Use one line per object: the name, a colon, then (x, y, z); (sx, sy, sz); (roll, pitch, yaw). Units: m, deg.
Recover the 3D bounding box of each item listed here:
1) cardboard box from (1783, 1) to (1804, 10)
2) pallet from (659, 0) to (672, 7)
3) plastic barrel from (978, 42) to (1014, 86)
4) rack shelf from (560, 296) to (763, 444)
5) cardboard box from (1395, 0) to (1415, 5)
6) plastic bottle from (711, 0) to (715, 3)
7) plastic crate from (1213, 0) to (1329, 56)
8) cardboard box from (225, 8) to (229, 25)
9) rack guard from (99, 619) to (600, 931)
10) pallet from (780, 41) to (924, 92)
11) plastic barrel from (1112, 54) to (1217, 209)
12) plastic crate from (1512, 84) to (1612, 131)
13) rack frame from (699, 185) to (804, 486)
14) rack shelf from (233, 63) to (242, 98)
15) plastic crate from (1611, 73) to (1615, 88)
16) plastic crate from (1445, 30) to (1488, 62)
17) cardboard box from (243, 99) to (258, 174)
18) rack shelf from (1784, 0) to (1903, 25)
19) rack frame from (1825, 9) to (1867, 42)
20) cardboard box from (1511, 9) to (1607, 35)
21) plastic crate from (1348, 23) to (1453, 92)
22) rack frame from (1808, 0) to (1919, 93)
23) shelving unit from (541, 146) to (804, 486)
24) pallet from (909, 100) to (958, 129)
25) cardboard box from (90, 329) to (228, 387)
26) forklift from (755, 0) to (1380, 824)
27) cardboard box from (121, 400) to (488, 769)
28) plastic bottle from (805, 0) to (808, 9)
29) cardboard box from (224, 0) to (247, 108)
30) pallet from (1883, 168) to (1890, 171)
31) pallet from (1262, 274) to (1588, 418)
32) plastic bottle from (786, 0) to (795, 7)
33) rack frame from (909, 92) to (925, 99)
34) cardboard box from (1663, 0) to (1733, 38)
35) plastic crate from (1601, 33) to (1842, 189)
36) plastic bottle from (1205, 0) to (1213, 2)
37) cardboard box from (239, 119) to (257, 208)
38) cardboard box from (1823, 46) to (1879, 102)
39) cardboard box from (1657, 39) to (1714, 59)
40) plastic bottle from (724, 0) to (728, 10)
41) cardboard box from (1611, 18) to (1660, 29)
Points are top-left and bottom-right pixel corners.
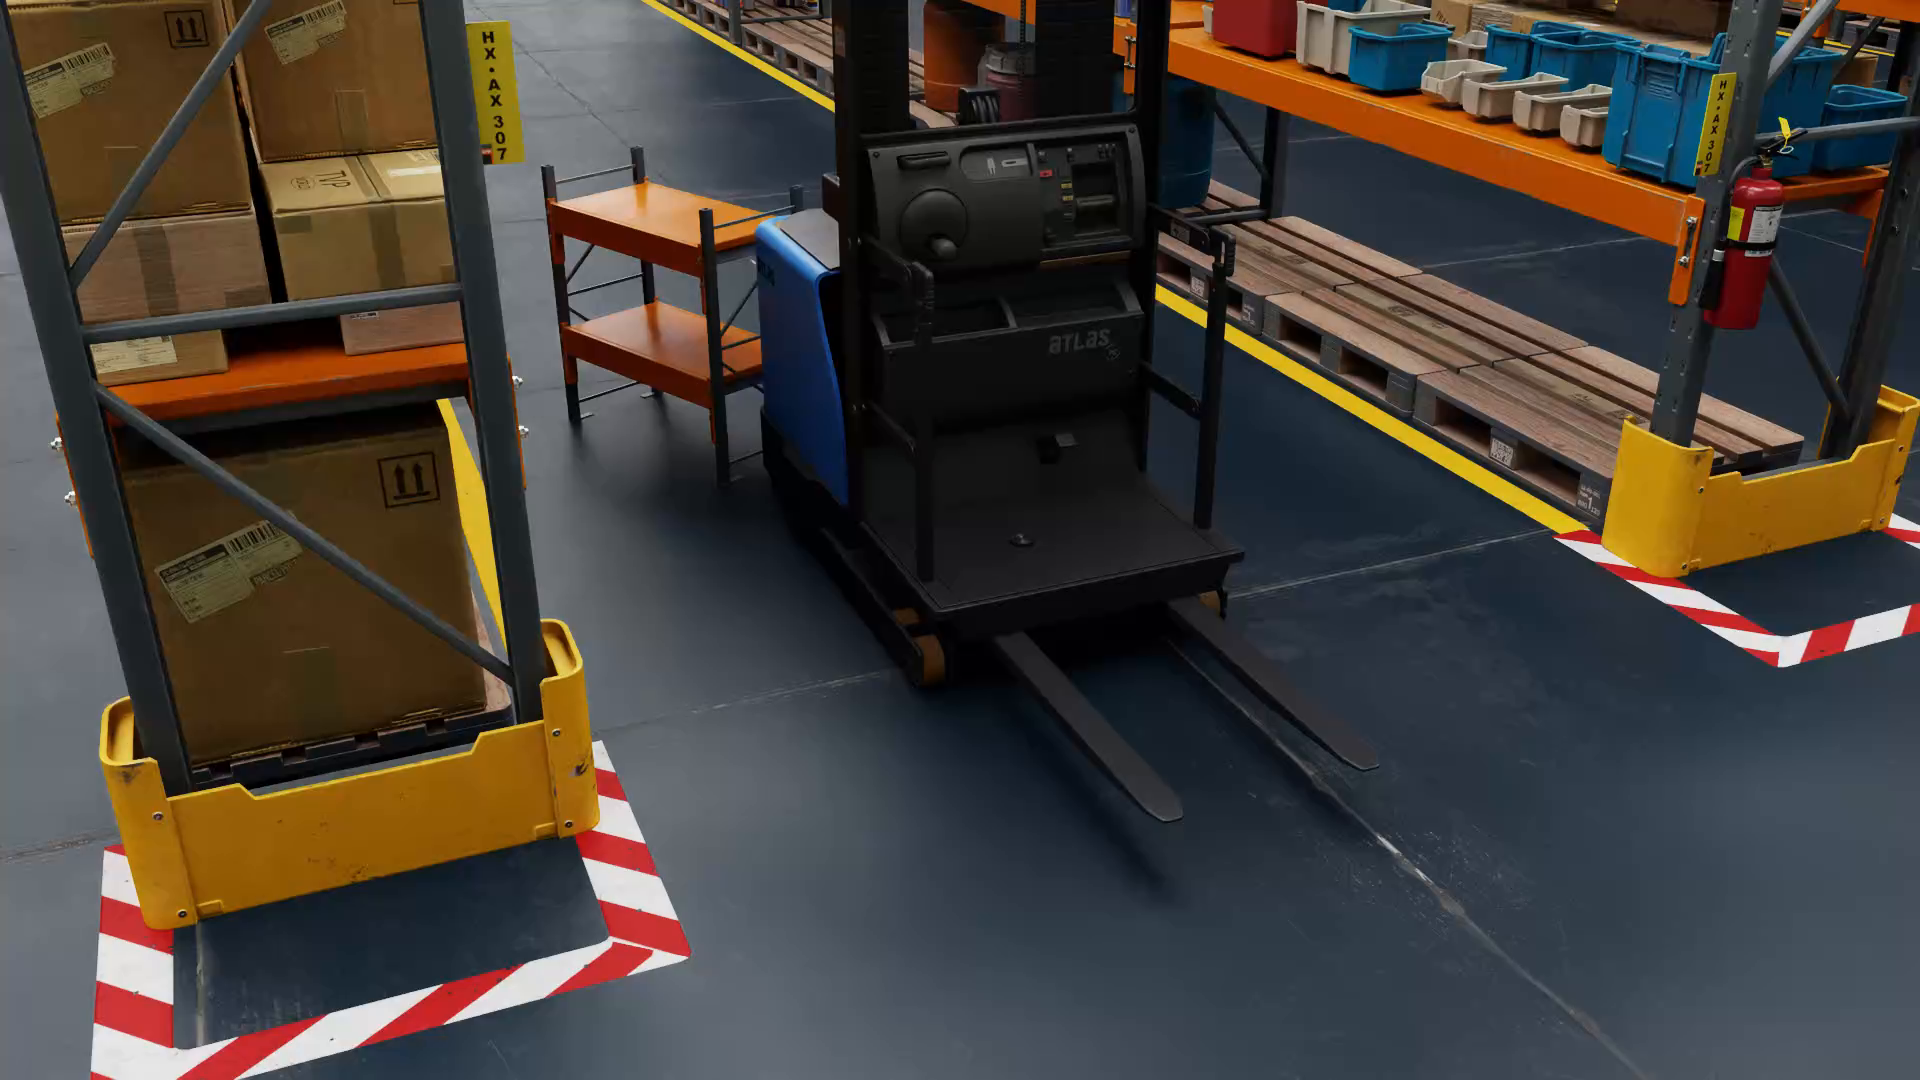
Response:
cardboard box: (8.610, -5.666, 16.784); (0.700, 0.500, 0.500); (-10, 28, -20)
pallet: (-2.922, -6.233, 18.775); (1.003, 0.211, 1.213); (-11, 28, -21)
plastic barrel: (0.335, -3.271, 11.888); (0.421, 0.512, 0.421); (0, 26, 0)
rack shelf: (-1.171, -0.739, 7.038); (1.000, 0.278, 0.538); (22, 34, 38)
cardboard box: (3.952, -4.832, 14.743); (0.500, 0.311, 0.500); (-10, 28, -19)
plastic bottle: (-2.461, -5.648, 16.918); (0.144, 0.351, 0.185); (-11, 28, -21)
plastic crate: (1.510, -2.645, 8.108); (0.402, 0.464, 0.583); (-11, 28, -21)
cardboard box: (-2.752, -2.075, 6.913); (0.500, 0.250, 0.500); (-11, 28, -22)
rack guard: (-1.591, 0.606, 4.440); (1.175, 0.500, 0.348); (-11, 28, -21)
pallet: (-0.917, -4.166, 14.542); (1.003, 0.211, 1.213); (-11, 28, -21)
plastic barrel: (1.193, -2.461, 9.785); (0.600, 0.901, 0.708); (-11, 28, -21)
plastic crate: (2.371, -1.704, 6.554); (0.396, 0.136, 0.243); (-11, 28, -21)
rack frame: (-0.797, -0.807, 6.621); (0.032, 1.125, 0.500); (22, 34, 38)
rack shelf: (-3.950, -2.626, 9.030); (1.077, 0.370, 4.000); (-11, 28, -21)
plastic crate: (2.848, -1.861, 6.874); (0.250, 0.136, 0.298); (-11, 28, -21)
plastic crate: (2.349, -2.250, 7.672); (0.293, 0.136, 0.466); (-11, 28, -21)
cardboard box: (-1.943, -1.246, 5.215); (0.500, 0.250, 0.500); (-12, 28, -22)
rack shelf: (5.167, -4.327, 12.513); (1.077, 0.370, 4.000); (-11, 28, -21)
rack frame: (8.940, -6.310, 15.755); (1.000, 3.000, 0.127); (-11, 28, -21)
cardboard box: (4.701, -3.885, 13.136); (0.500, 0.500, 0.500); (-11, 28, -21)
plastic crate: (1.917, -2.115, 7.285); (0.416, 0.233, 0.300); (-11, 28, -21)
rack frame: (5.950, -3.843, 10.701); (1.000, 3.000, 0.127); (-11, 28, -21)
shelving unit: (-1.171, -0.958, 6.931); (1.048, 1.125, 0.538); (22, 34, 38)
pallet: (0.171, -3.044, 12.243); (1.003, 0.211, 1.213); (-11, 28, -21)
cardboard box: (-2.042, -0.502, 4.145); (0.380, 0.149, 0.250); (-10, 28, -20)
forklift: (0.244, -1.062, 5.085); (1.130, 2.935, 3.031); (-10, 28, -20)
cardboard box: (-1.924, -0.006, 4.786); (0.875, 0.875, 0.875); (-11, 28, -21)
plastic bottle: (-1.503, -5.408, 16.595); (0.097, 0.201, 0.097); (0, 26, 0)
cardboard box: (-1.944, -1.581, 5.046); (0.500, 0.500, 0.500); (-11, 28, -22)
pallet: (6.218, -2.312, 10.745); (1.003, 0.211, 1.213); (-11, 28, -21)
pallet: (2.196, -0.957, 7.969); (1.003, 0.211, 1.213); (-11, 28, -21)
plastic bottle: (-1.713, -5.511, 16.713); (0.061, 0.283, 0.133); (-11, 28, -21)
rack frame: (-0.176, -4.608, 12.269); (1.000, 3.000, 0.127); (-11, 28, -21)
cardboard box: (5.593, -3.895, 12.301); (0.500, 0.250, 0.500); (-11, 28, -20)
plastic crate: (2.654, -1.524, 5.844); (0.616, 0.435, 0.499); (-11, 28, -21)
plastic bottle: (1.487, -3.293, 9.723); (0.097, 0.271, 0.097); (0, 26, 0)
cardboard box: (-2.432, -1.154, 5.026); (0.500, 0.250, 0.500); (-12, 28, -22)
cardboard box: (5.985, -3.154, 11.639); (0.500, 0.500, 0.500); (-12, 28, -23)
cardboard box: (5.307, -3.268, 11.872); (0.500, 0.500, 0.500); (-10, 28, -20)
plastic bottle: (-2.260, -5.440, 16.492); (0.144, 0.351, 0.185); (-11, 28, -22)
cardboard box: (5.379, -3.775, 12.910); (0.500, 0.500, 0.500); (-12, 28, -23)
